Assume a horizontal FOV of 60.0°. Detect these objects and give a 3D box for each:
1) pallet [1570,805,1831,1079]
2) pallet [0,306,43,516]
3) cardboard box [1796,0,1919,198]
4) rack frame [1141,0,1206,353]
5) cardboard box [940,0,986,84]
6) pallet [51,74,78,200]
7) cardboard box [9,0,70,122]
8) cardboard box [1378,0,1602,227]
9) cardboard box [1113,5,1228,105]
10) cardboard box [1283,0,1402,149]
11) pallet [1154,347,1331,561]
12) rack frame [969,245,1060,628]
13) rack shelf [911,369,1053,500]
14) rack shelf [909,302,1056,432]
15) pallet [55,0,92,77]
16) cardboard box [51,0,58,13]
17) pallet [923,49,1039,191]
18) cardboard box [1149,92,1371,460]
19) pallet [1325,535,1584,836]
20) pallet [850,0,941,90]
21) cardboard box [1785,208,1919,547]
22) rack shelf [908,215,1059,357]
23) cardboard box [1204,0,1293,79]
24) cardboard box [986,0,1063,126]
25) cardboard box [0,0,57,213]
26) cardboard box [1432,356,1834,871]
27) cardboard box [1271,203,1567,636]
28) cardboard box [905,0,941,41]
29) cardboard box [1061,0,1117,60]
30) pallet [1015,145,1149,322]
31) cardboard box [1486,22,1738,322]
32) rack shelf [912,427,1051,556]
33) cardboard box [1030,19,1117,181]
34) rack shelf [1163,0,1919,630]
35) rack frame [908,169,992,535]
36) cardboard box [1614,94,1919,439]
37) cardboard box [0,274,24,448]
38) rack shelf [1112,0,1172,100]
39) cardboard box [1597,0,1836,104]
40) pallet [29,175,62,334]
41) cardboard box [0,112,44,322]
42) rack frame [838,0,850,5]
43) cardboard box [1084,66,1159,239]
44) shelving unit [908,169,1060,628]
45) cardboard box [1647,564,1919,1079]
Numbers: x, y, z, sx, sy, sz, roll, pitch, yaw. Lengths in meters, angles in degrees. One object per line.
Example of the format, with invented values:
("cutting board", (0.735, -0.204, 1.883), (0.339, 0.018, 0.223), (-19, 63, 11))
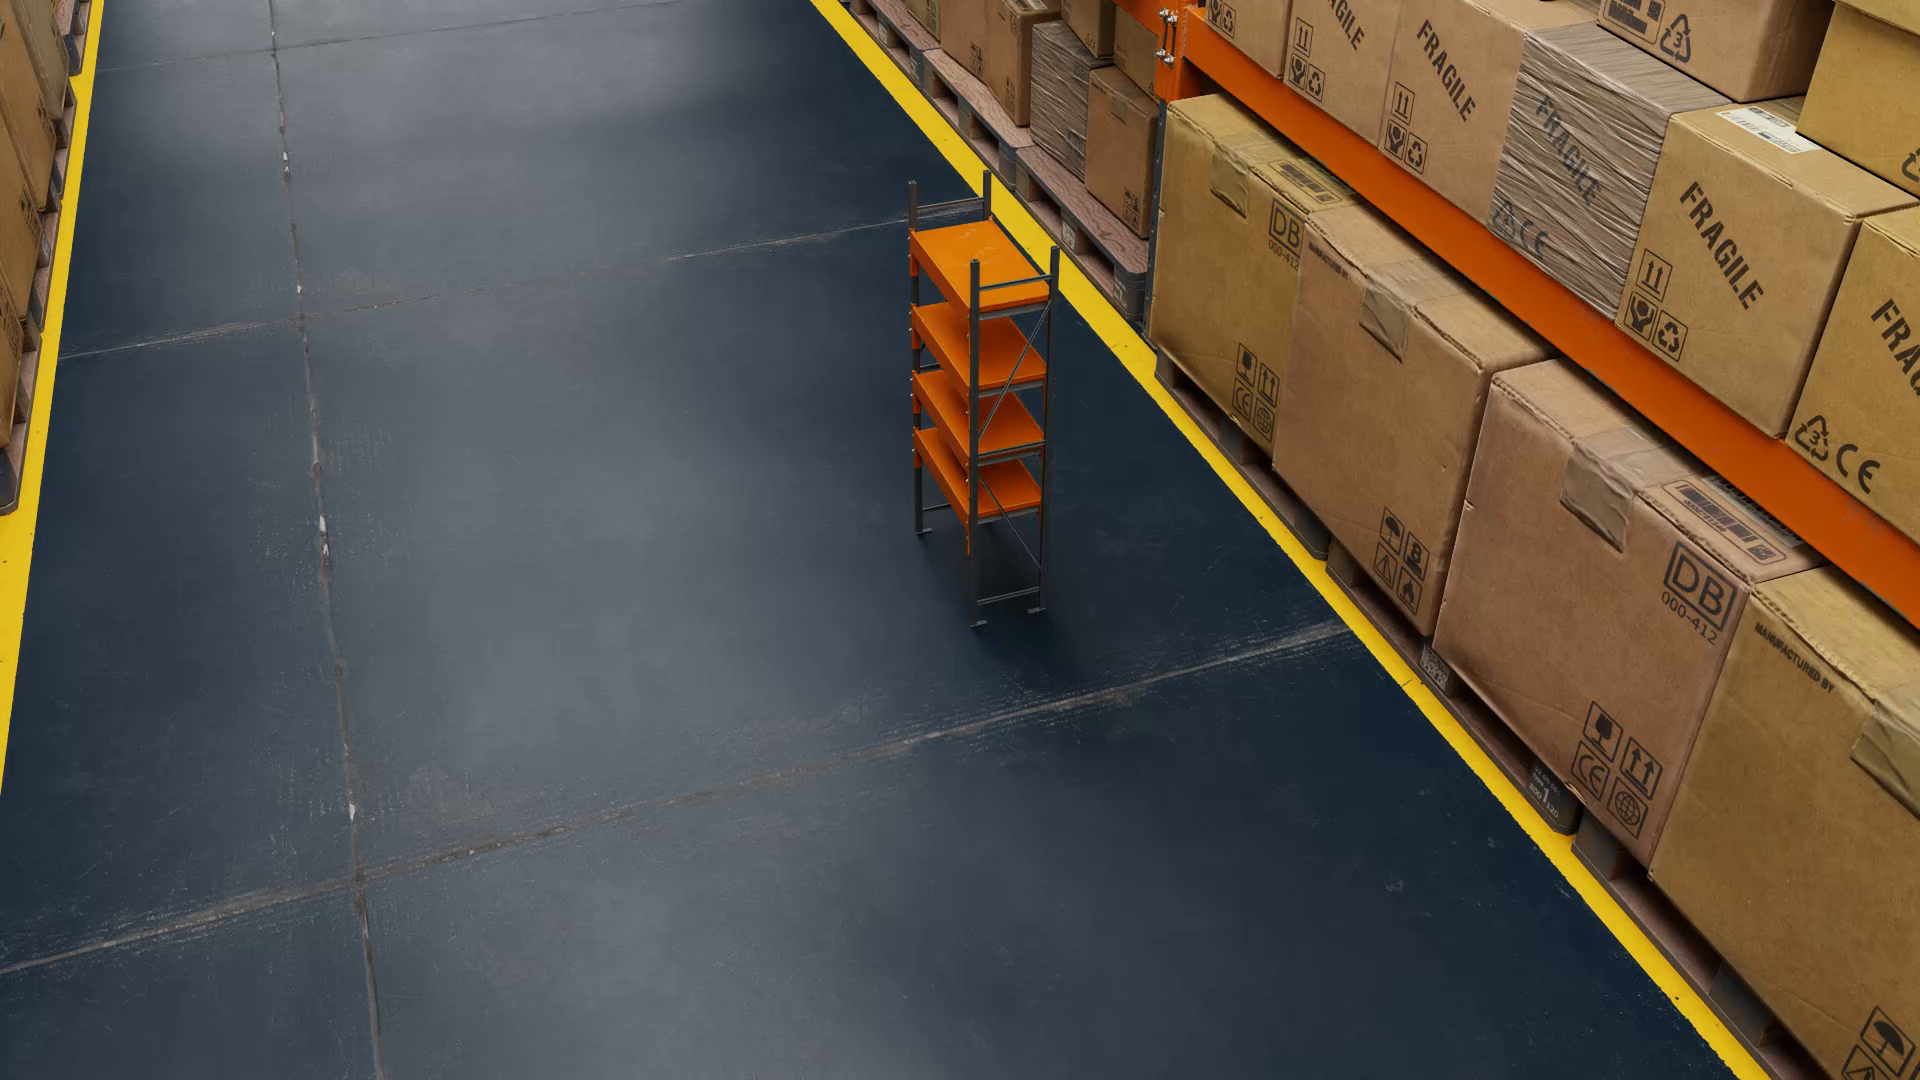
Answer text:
("pallet", (2.213, 0.924, 3.848), (1.003, 0.211, 1.213), (-12, 39, -16))
("pallet", (-3.719, -0.406, 5.614), (1.003, 0.211, 1.213), (-12, 39, -16))
("cardboard box", (2.097, -0.959, 3.114), (0.797, 0.503, 0.637), (-12, 39, -15))
("rack frame", (1.173, -2.029, 5.451), (1.000, 3.000, 0.127), (-12, 39, -16))
("cardboard box", (0.327, -2.525, 7.822), (0.700, 0.500, 0.500), (-16, 40, -20))
("pallet", (-4.559, -1.785, 7.444), (1.003, 0.211, 1.213), (-12, 39, -16))
("cardboard box", (-4.597, -2.256, 7.273), (1.050, 0.750, 0.750), (-13, 39, -16))
("cardboard box", (1.444, -1.159, 4.212), (0.500, 0.500, 0.500), (-13, 39, -17))
("cardboard box", (0.914, -1.878, 6.339), (0.500, 0.250, 0.500), (-11, 38, -14))
("cardboard box", (1.265, -1.447, 4.595), (0.500, 0.500, 0.500), (-13, 39, -17))
("pallet", (1.374, -0.454, 5.678), (1.003, 0.211, 1.213), (-12, 39, -16))
("rack frame", (0.141, -0.248, 4.582), (0.240, 1.200, 0.015), (-12, 39, -16))
("rack shelf", (0.057, -0.332, 4.805), (0.258, 0.148, 0.480), (-12, 39, -16))
("rack shelf", (0.057, -0.511, 4.671), (0.258, 0.148, 0.480), (-12, 39, -16))
("pallet", (-5.083, -2.651, 8.594), (1.003, 0.211, 1.213), (-12, 39, -16))
("cardboard box", (-5.046, -3.008, 8.167), (0.875, 0.875, 0.875), (-12, 39, -15))
("pallet", (0.490, -2.045, 7.790), (1.003, 0.211, 1.213), (-12, 39, -16))
("cardboard box", (1.391, -0.954, 5.440), (1.225, 0.875, 0.875), (-14, 39, -18))
("pallet", (1.790, 0.234, 4.764), (1.003, 0.211, 1.213), (-12, 39, -16))
("pallet", (0.066, -2.735, 8.706), (1.003, 0.211, 1.213), (-12, 39, -16))
("cardboard box", (1.968, -0.298, 3.069), (0.500, 0.500, 0.500), (-11, 38, -15))
("rack shelf", (0.057, -0.700, 4.528), (0.258, 0.148, 0.480), (-12, 39, -16))
("cardboard box", (1.085, -1.738, 4.981), (0.500, 0.500, 0.500), (-11, 38, -15))
("cardboard box", (0.519, -2.210, 7.403), (0.700, 0.500, 0.500), (-9, 38, -12))
("cardboard box", (-4.269, -1.710, 6.548), (1.050, 0.750, 0.750), (-12, 39, -16))
("cardboard box", (2.002, 0.049, 4.108), (1.225, 0.875, 0.875), (-14, 39, -18))
("cardboard box", (1.691, -0.449, 4.770), (1.225, 0.875, 0.875), (-12, 39, -16))
("cardboard box", (0.134, -2.841, 8.241), (0.700, 0.500, 0.500), (-13, 39, -16))
("cardboard box", (0.722, -2.176, 6.734), (0.500, 0.250, 0.500), (-8, 38, -11))
("pallet", (0.906, -1.357, 6.876), (1.003, 0.211, 1.213), (-12, 39, -16))
("cardboard box", (1.614, -0.876, 3.836), (0.500, 0.500, 0.500), (-12, 39, -16))
("rack shelf", (0.057, -0.173, 4.925), (0.258, 0.148, 0.480), (-12, 39, -16))
("cardboard box", (0.721, -1.891, 6.980), (0.700, 0.500, 0.500), (-16, 40, -20))
("rack shelf", (1.861, -0.612, 4.167), (1.077, 0.370, 4.000), (-12, 39, -16))
("rack frame", (-0.027, -0.524, 4.948), (0.240, 1.200, 0.015), (-12, 39, -16))
("cardboard box", (1.782, -0.592, 3.459), (0.500, 0.500, 0.500), (-13, 39, -16))
("cardboard box", (-3.644, -0.691, 5.195), (1.050, 0.750, 0.750), (-13, 39, -17))
("rack shelf", (0.485, -2.872, 7.167), (1.077, 0.370, 4.000), (-12, 39, -16))
("cardboard box", (1.868, -1.307, 3.575), (0.797, 0.503, 0.637), (-11, 38, -14))
("pallet", (-4.135, -1.095, 6.528), (1.003, 0.211, 1.213), (-12, 39, -16))
("cardboard box", (-3.948, -1.184, 5.850), (1.050, 0.750, 0.750), (-12, 39, -15))
("rack frame", (-0.203, -4.289, 8.451), (1.000, 3.000, 0.127), (-12, 39, -16))
("cardboard box", (0.924, -1.581, 6.567), (0.700, 0.500, 0.500), (-14, 39, -18))
("shelving unit", (0.057, -0.386, 4.765), (0.258, 1.200, 0.503), (-12, 39, -16))
("cardboard box", (2.311, 0.554, 3.438), (1.225, 0.875, 0.875), (-12, 39, -16))
